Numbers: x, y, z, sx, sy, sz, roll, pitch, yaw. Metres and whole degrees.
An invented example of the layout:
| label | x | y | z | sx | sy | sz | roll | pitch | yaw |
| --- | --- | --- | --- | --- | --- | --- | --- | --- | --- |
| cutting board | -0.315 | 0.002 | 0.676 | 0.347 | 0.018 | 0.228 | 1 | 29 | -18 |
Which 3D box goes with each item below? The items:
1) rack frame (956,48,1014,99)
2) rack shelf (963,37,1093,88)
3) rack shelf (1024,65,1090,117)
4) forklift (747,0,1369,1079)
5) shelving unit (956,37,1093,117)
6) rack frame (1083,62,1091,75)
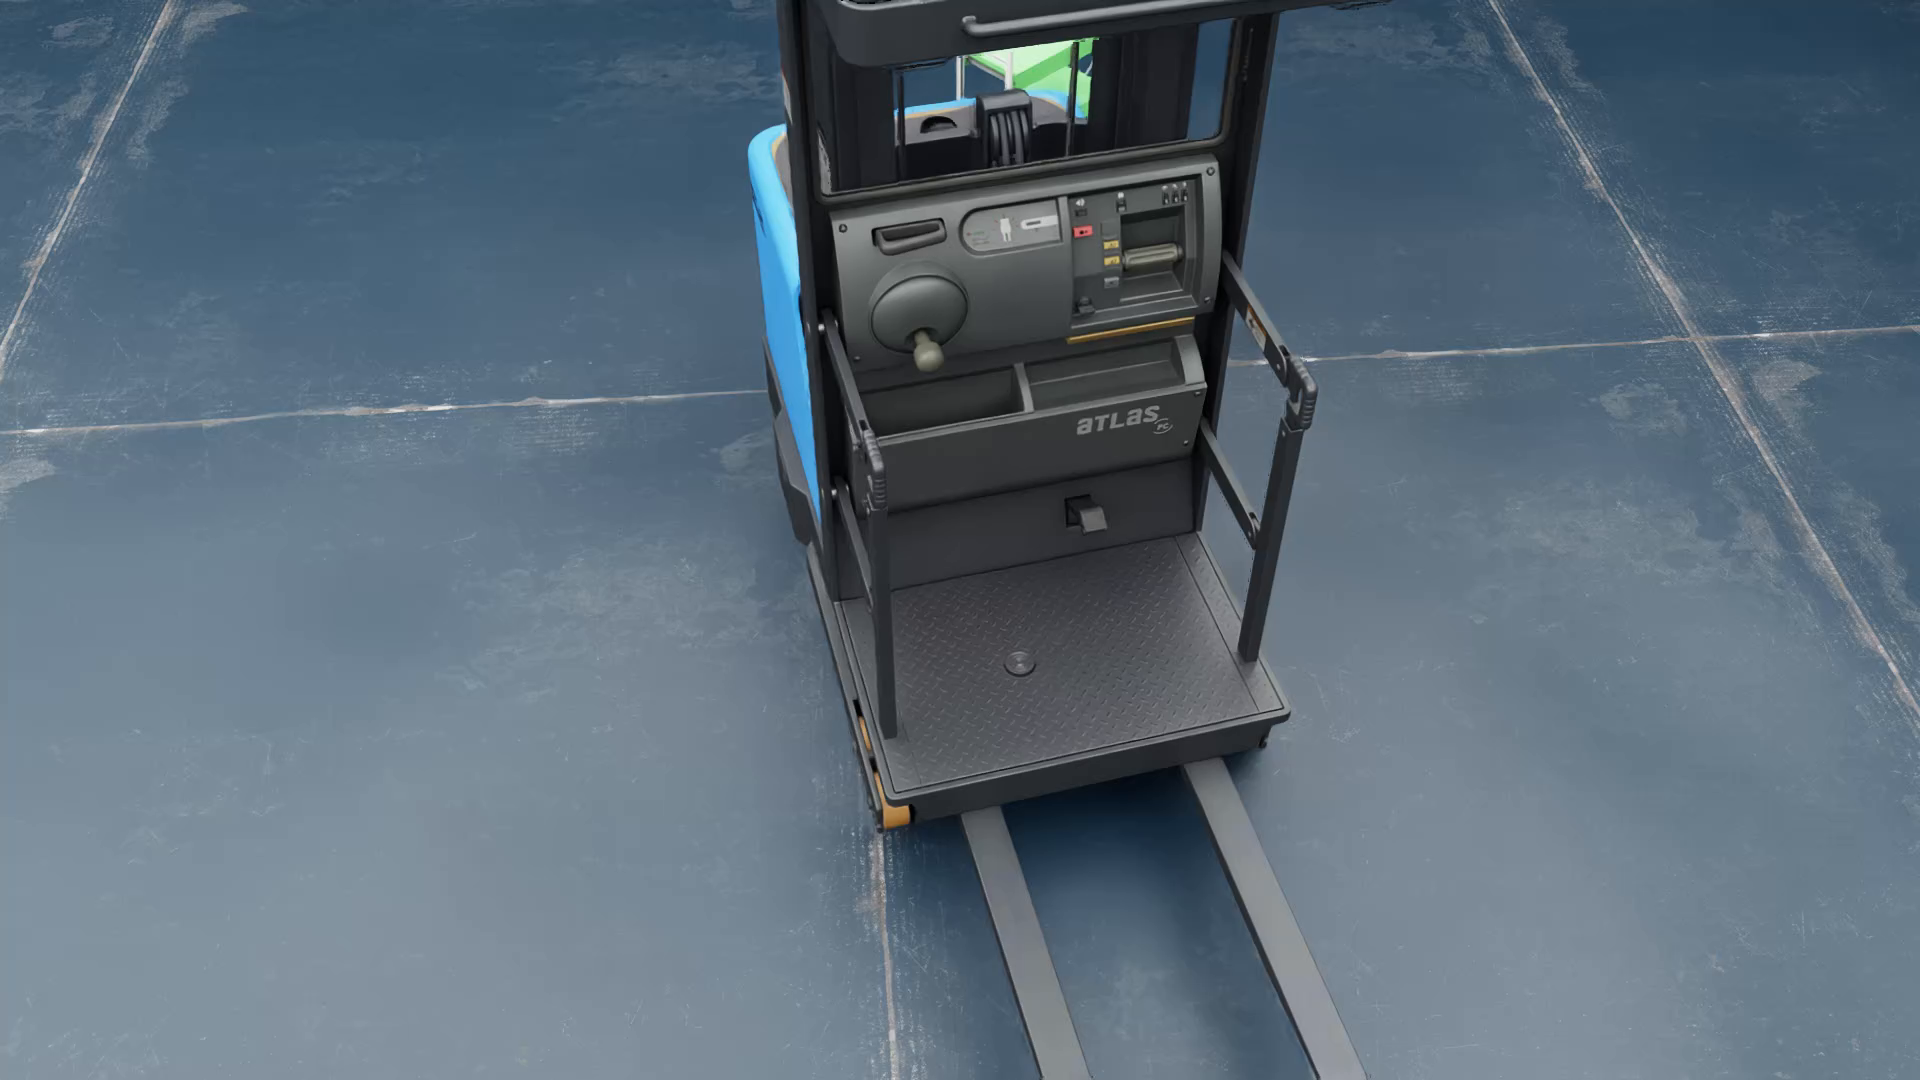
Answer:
| label | x | y | z | sx | sy | sz | roll | pitch | yaw |
| --- | --- | --- | --- | --- | --- | --- | --- | --- | --- |
| rack frame | 0.074 | -1.159 | 5.521 | 0.015 | 1.200 | 0.240 | -35 | 56 | -29 |
| rack shelf | 0.249 | -1.569 | 5.336 | 0.480 | 0.148 | 0.258 | -35 | 56 | -29 |
| rack shelf | 0.249 | -1.404 | 5.510 | 0.480 | 0.148 | 0.258 | -35 | 56 | -29 |
| forklift | 0.224 | -0.547 | 3.749 | 1.130 | 2.935 | 3.031 | -11 | 48 | -10 |
| shelving unit | 0.249 | -1.283 | 5.638 | 0.503 | 1.200 | 0.258 | -35 | 56 | -29 |
| rack frame | 0.424 | -1.406 | 5.755 | 0.015 | 1.200 | 0.240 | -35 | 56 | -29 |
